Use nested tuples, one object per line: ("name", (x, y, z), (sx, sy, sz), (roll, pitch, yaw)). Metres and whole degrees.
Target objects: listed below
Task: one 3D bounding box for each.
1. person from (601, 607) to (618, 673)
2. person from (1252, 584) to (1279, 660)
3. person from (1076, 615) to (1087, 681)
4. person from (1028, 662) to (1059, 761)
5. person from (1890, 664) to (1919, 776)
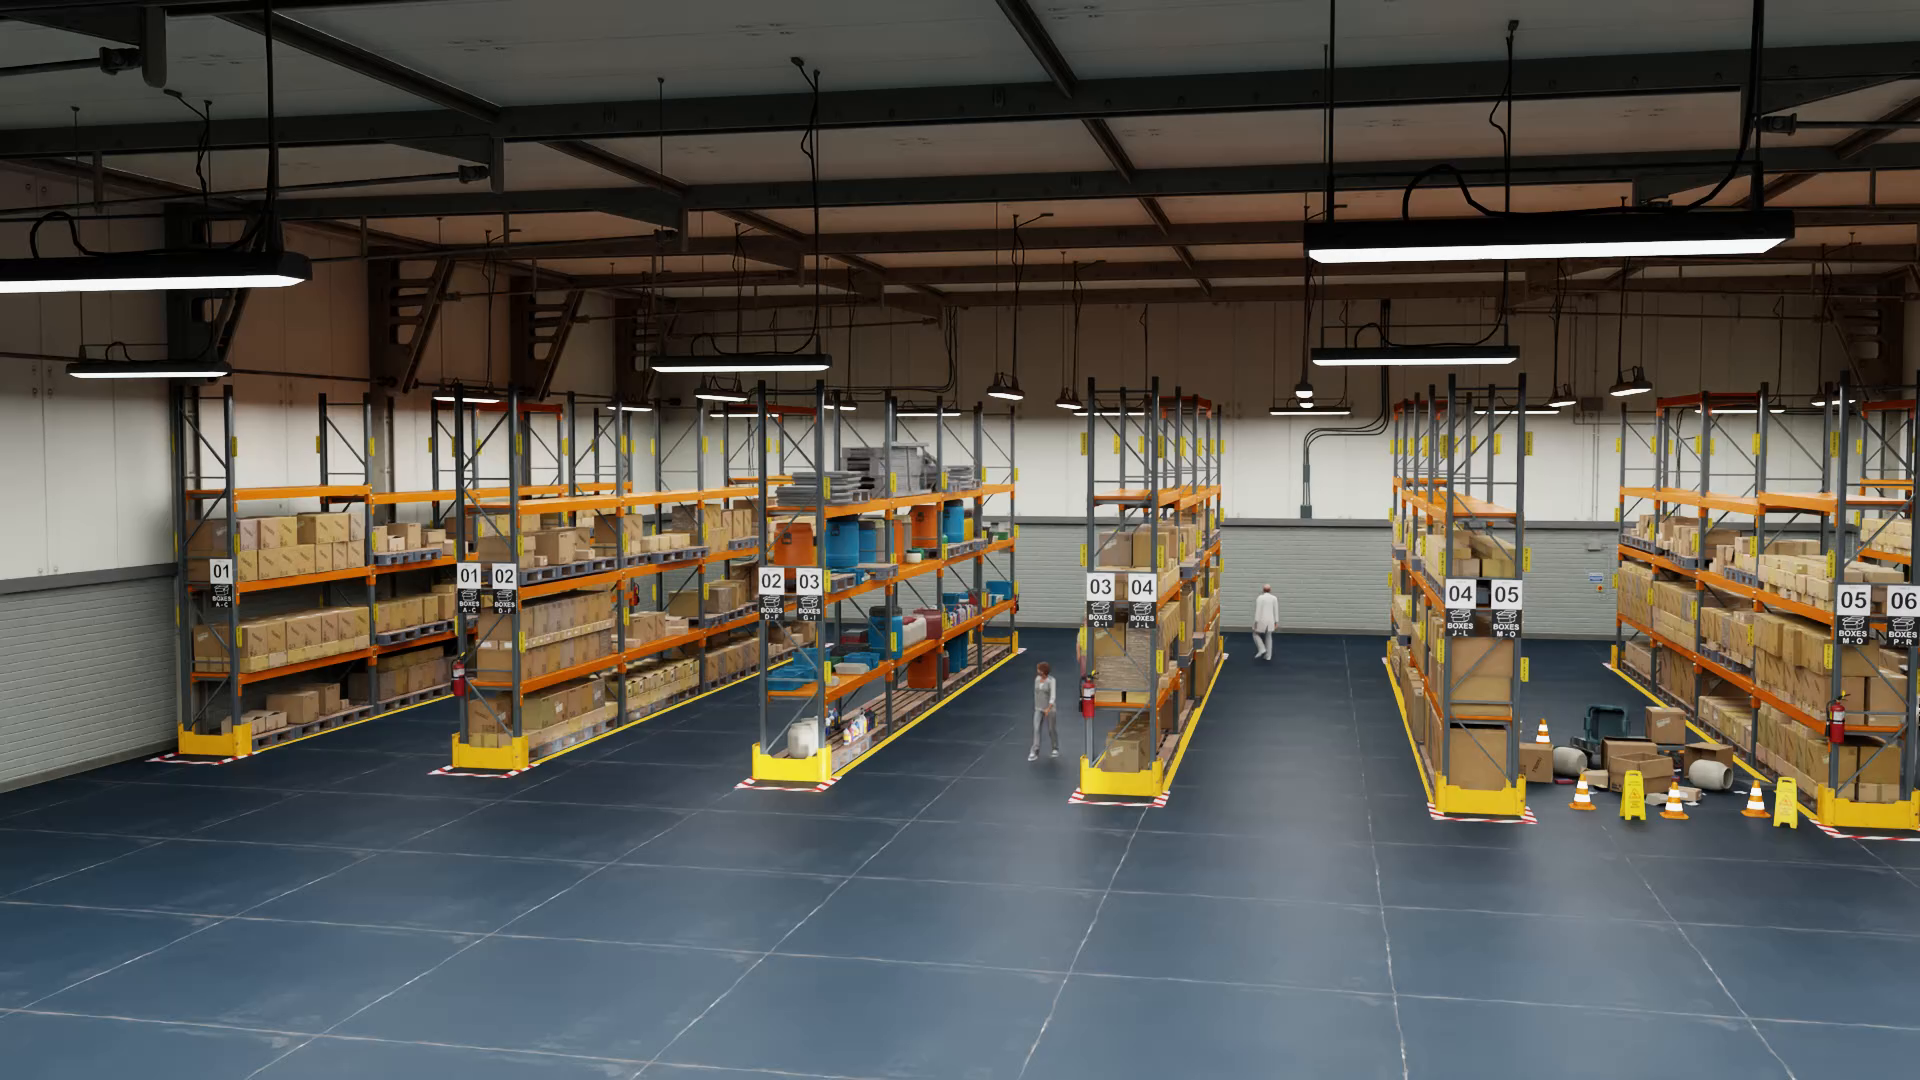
("person", (-7.205, 2.224, 34.316), (0.626, 1.742, 0.637), (0, 3, 1))
("person", (7.193, 1.923, 39.071), (0.638, 1.779, 0.521), (-1, 3, -17))
("person", (2.491, 2.175, 32.495), (0.484, 1.448, 0.925), (1, 3, 23))
("person", (1.319, 2.720, 26.464), (0.438, 1.560, 0.905), (2, 4, 28))
("person", (14.437, 2.774, 25.327), (0.469, 1.732, 0.580), (1, 3, 9))
